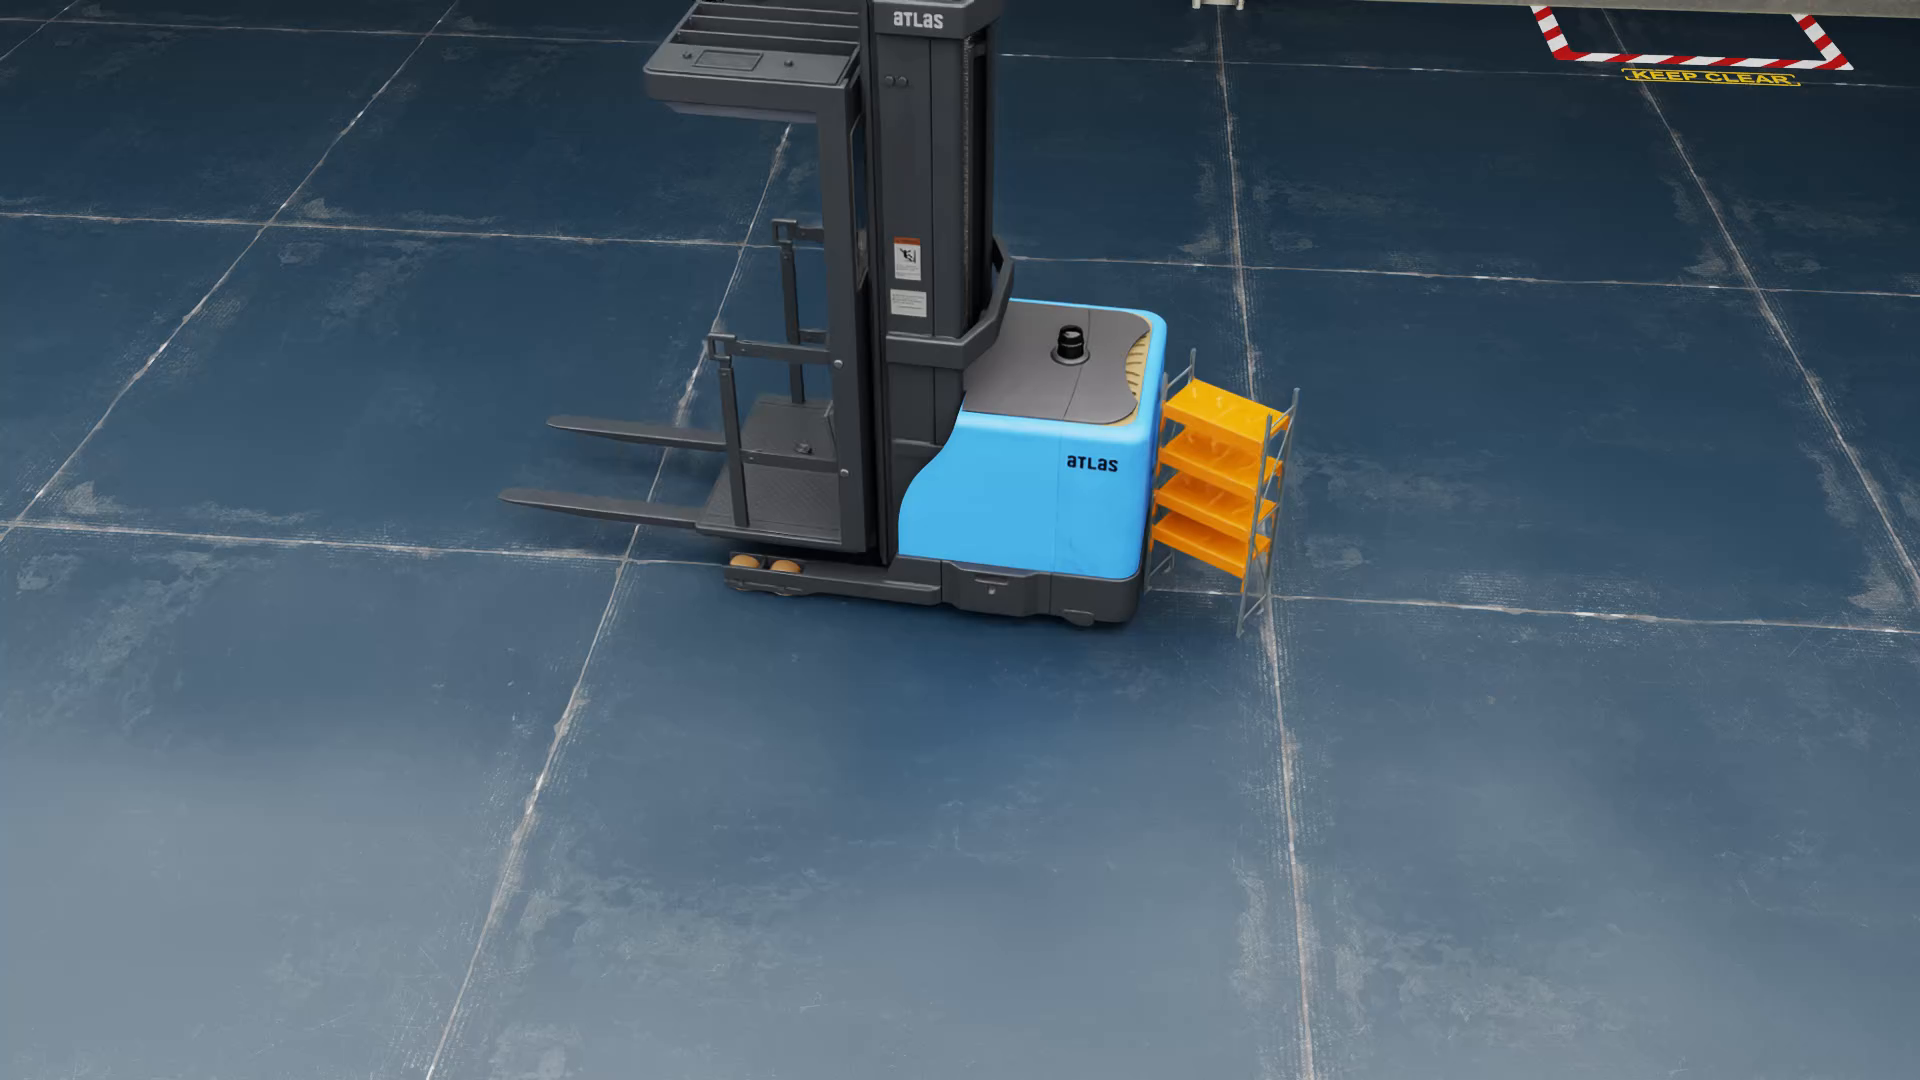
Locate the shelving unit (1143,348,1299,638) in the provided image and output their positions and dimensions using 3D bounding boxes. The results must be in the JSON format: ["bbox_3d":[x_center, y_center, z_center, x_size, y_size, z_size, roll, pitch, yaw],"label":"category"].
[{"bbox_3d":[1.112,-0.187,7.200,0.503,1.200,0.258,26,46,28],"label":"shelving unit"}]

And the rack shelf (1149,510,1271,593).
[{"bbox_3d":[1.112,0.019,7.367,0.480,0.148,0.258,26,46,28],"label":"rack shelf"}]

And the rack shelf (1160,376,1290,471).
[{"bbox_3d":[1.112,-0.492,6.951,0.480,0.148,0.258,26,46,28],"label":"rack shelf"}]

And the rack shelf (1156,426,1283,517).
[{"bbox_3d":[1.112,-0.308,7.101,0.480,0.148,0.258,26,46,28],"label":"rack shelf"}]

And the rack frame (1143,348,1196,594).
[{"bbox_3d":[0.918,-0.280,7.314,0.015,1.200,0.240,26,46,28],"label":"rack frame"}]

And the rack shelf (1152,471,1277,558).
[{"bbox_3d":[1.112,-0.135,7.242,0.480,0.148,0.258,26,46,28],"label":"rack shelf"}]

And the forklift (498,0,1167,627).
[{"bbox_3d":[-0.624,-1.201,7.074,3.031,2.935,1.130,7,40,8],"label":"forklift"}]

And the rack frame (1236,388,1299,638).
[{"bbox_3d":[1.305,-0.093,7.085,0.015,1.200,0.240,26,46,28],"label":"rack frame"}]

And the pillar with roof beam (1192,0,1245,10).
[{"bbox_3d":[1.665,-5.045,6.990,0.400,9.000,9.100,3,39,4],"label":"pillar with roof beam"}]
